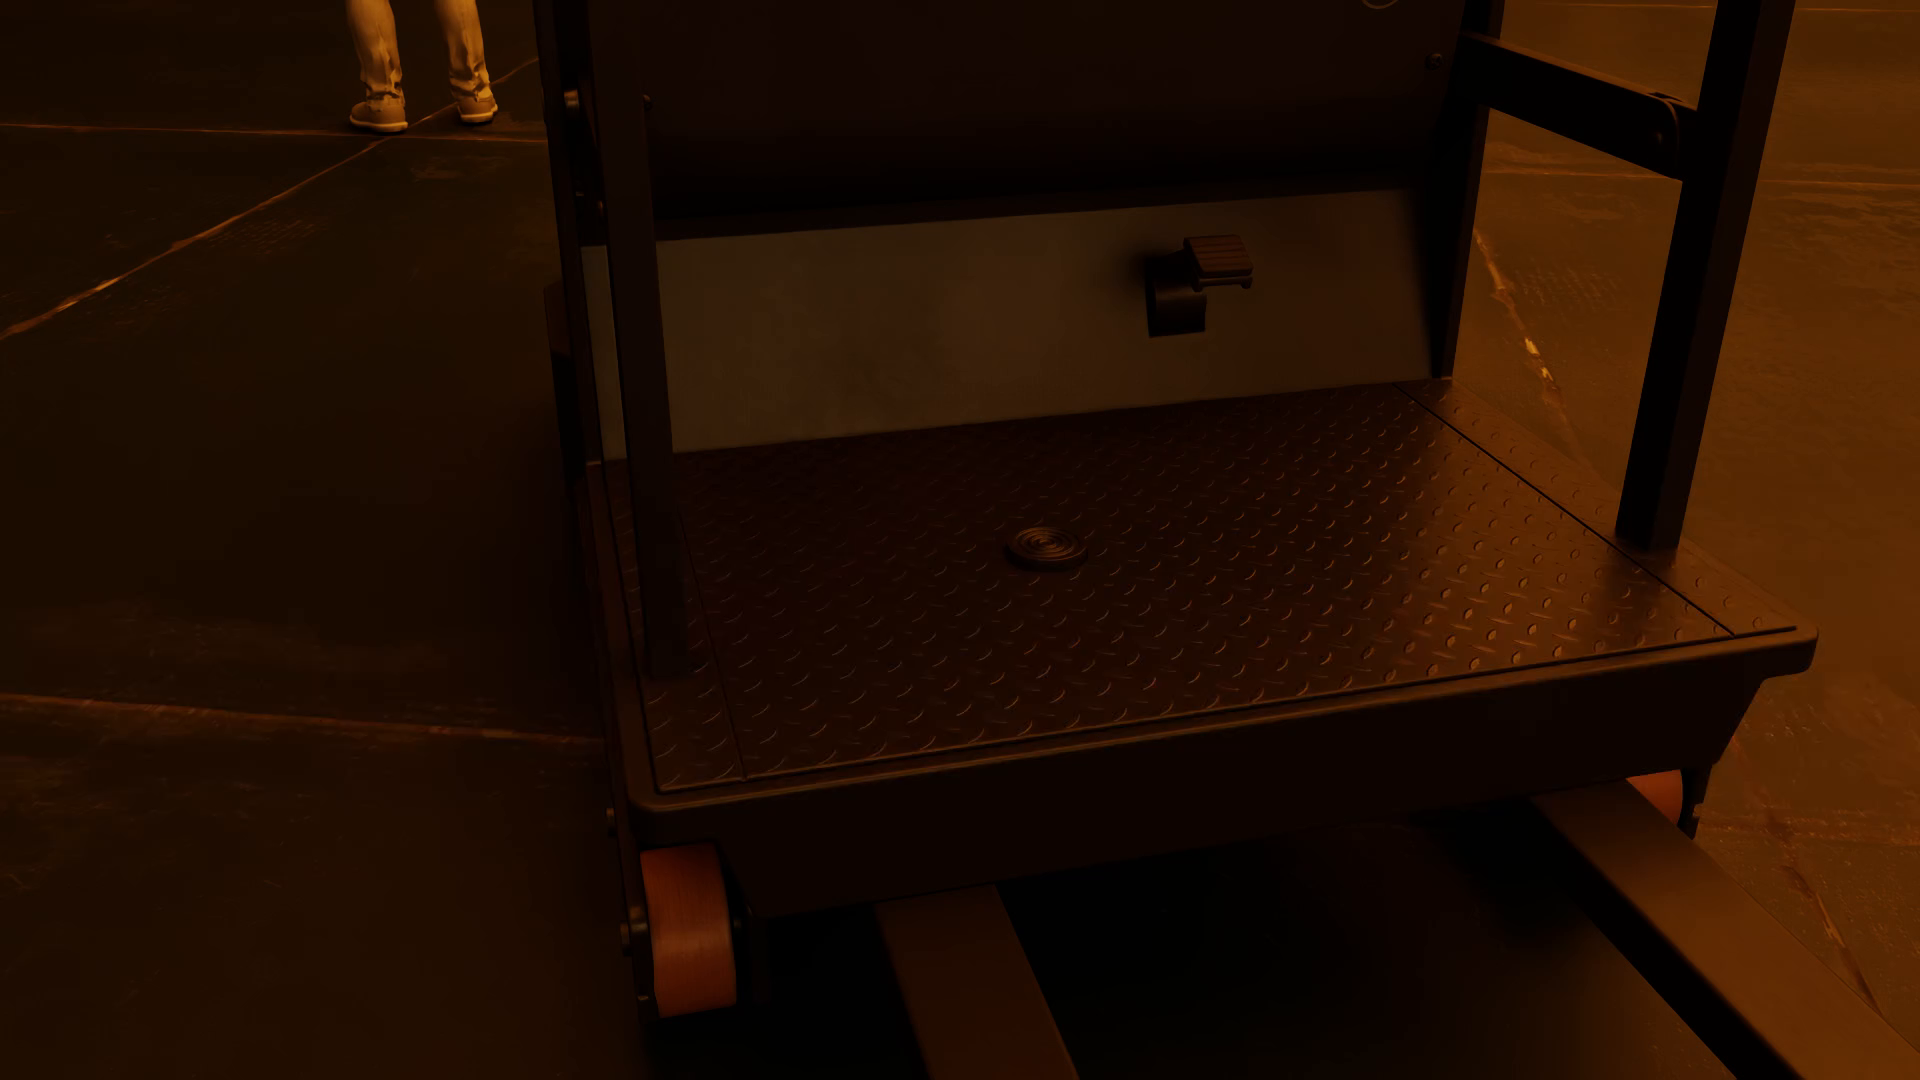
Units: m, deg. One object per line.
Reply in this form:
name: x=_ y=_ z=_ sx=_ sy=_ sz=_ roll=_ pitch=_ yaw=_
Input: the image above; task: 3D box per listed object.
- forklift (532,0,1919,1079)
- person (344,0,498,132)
forklift: x=0.153 y=-1.049 z=1.319 sx=1.130 sy=2.935 sz=3.031 roll=-7 pitch=27 yaw=-13
person: x=-1.628 y=-1.989 z=4.628 sx=0.536 sy=1.662 sz=0.373 roll=-15 pitch=30 yaw=-28
